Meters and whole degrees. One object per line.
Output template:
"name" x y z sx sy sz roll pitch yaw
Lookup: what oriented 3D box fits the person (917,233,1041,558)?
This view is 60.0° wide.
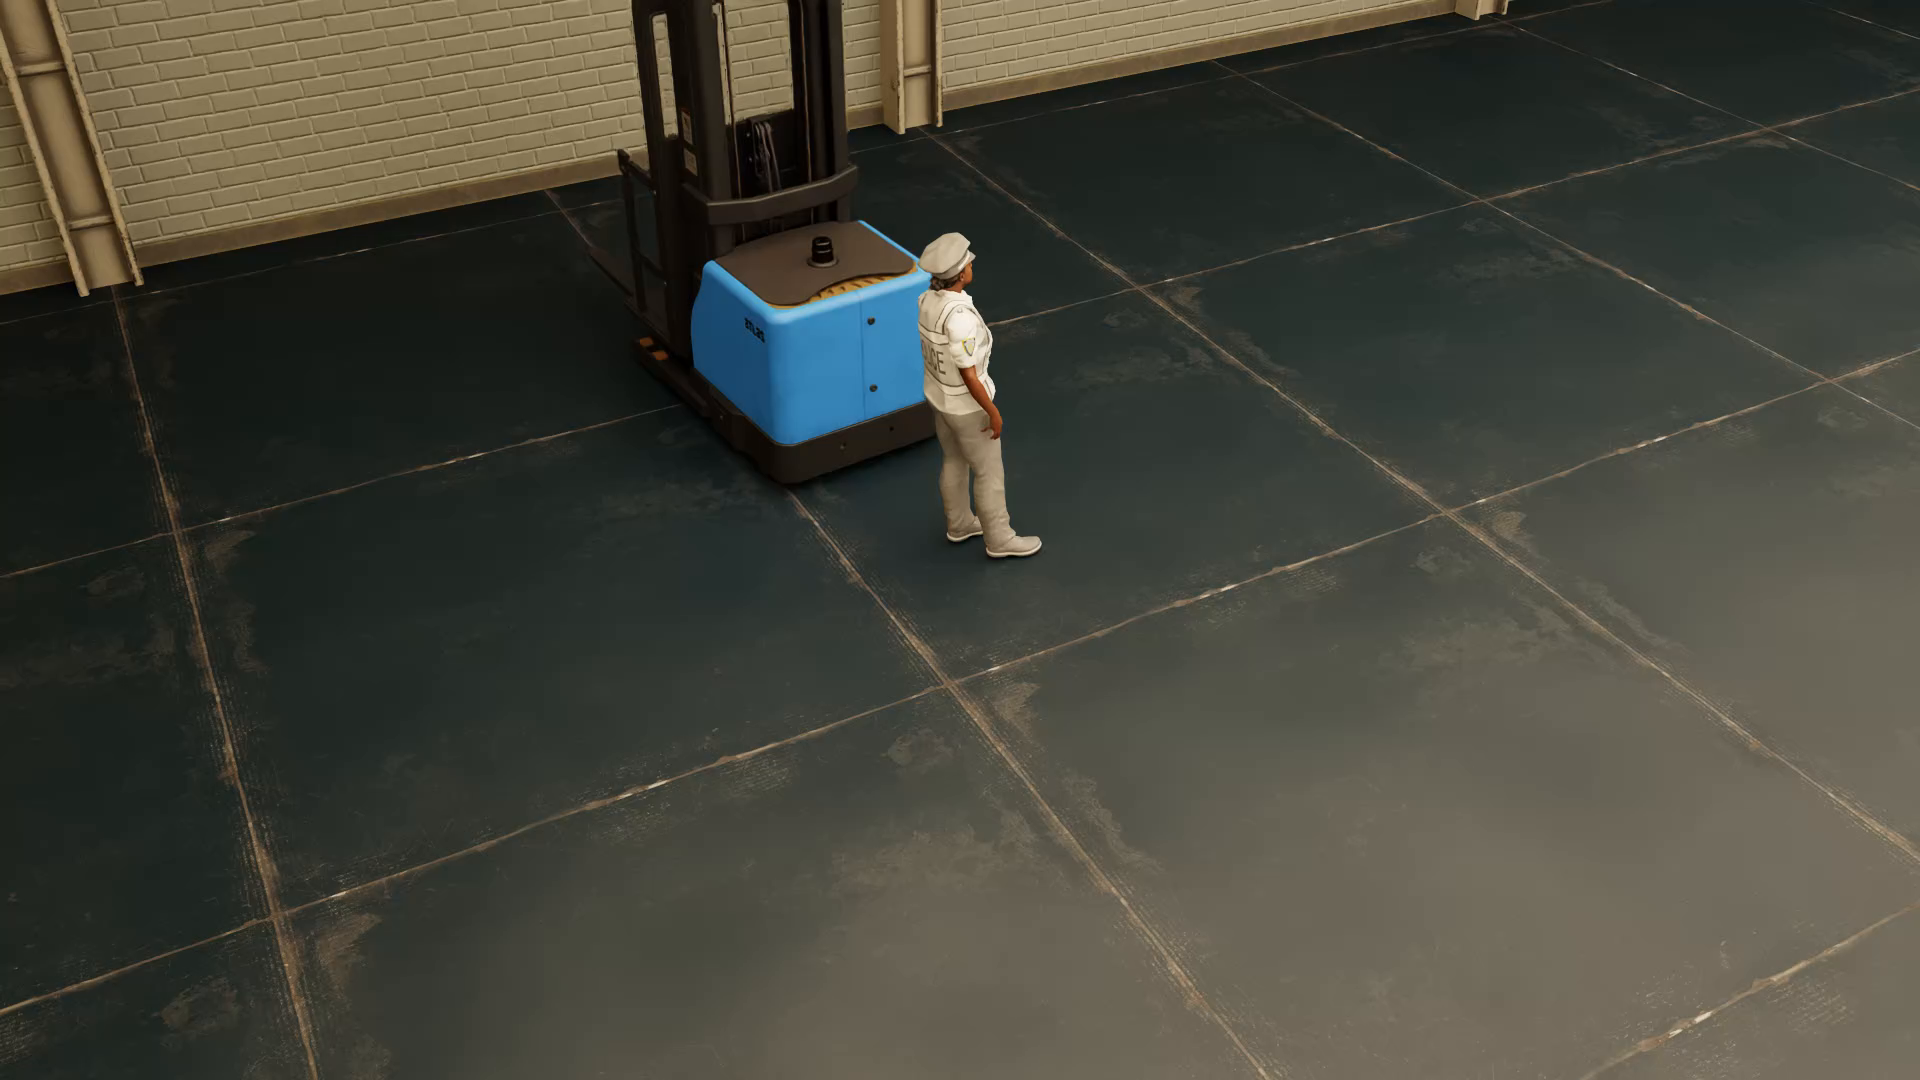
"person" 0.076 -0.708 8.183 0.529 1.694 0.569 -17 39 -23

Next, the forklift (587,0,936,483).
"forklift" -1.348 -2.313 9.396 1.130 2.935 3.031 -21 40 -27
